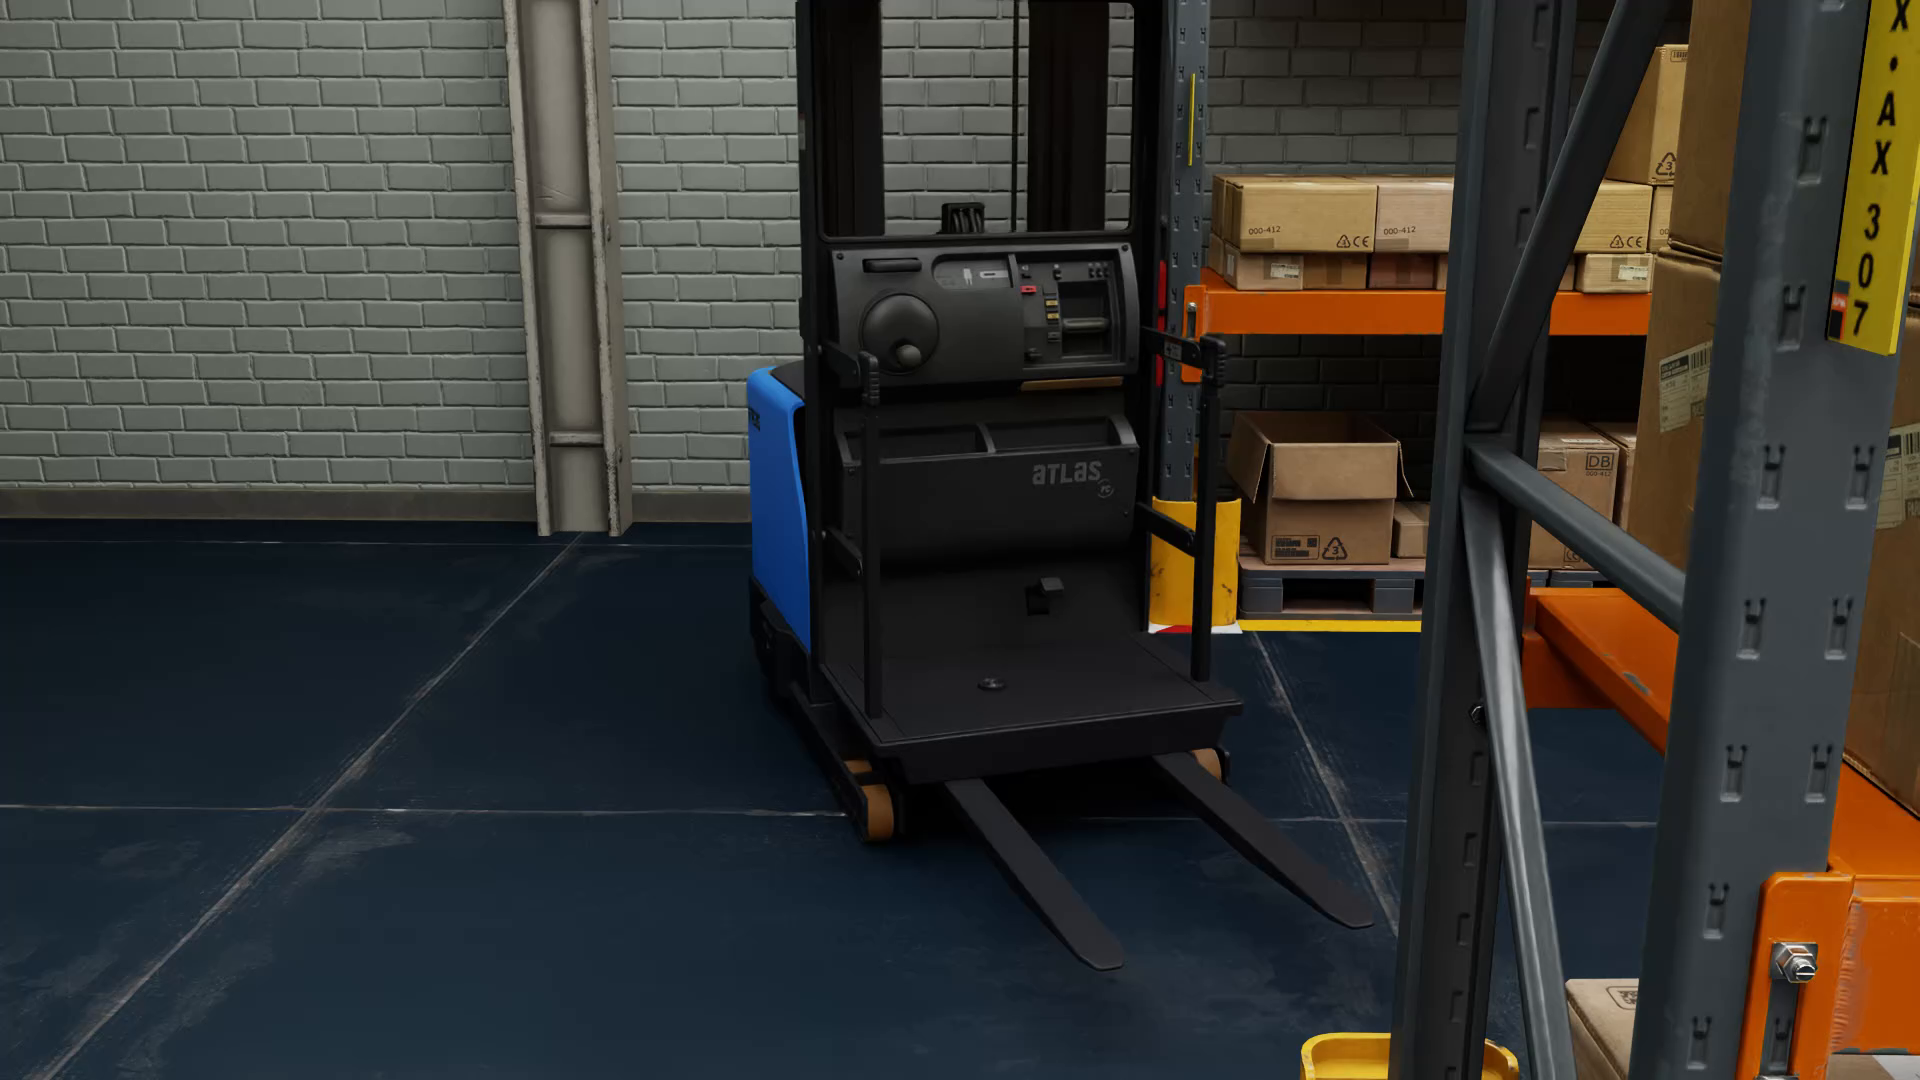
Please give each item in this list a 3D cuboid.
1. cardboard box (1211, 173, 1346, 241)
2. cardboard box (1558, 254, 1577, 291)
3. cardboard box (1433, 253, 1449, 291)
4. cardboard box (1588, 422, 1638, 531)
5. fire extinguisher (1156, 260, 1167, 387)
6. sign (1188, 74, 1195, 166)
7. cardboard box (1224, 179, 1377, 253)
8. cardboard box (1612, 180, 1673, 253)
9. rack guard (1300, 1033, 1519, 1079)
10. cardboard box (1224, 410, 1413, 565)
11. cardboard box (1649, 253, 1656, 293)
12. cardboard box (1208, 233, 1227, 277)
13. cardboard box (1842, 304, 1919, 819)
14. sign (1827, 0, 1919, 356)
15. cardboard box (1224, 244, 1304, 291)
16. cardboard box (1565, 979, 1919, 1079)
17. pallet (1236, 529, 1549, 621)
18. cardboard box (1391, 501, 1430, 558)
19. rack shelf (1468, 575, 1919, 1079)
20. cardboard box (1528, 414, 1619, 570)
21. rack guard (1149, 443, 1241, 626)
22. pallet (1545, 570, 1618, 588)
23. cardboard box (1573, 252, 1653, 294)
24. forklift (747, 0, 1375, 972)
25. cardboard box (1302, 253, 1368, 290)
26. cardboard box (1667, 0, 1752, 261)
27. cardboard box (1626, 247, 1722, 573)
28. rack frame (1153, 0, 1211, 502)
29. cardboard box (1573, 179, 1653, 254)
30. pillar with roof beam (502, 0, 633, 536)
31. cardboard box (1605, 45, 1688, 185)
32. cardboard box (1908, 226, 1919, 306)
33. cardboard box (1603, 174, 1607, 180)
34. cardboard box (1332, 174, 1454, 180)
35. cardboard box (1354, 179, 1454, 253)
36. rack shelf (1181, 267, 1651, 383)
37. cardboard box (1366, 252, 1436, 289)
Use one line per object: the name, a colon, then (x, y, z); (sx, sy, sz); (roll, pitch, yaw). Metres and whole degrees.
cardboard box: (1.329, -1.398, 6.969); (0.500, 0.250, 0.500); (1, 15, 3)
cardboard box: (2.220, -1.068, 6.500); (0.250, 0.149, 0.380); (1, 15, 2)
cardboard box: (1.954, -1.068, 6.501); (0.250, 0.149, 0.380); (1, 15, 3)
cardboard box: (2.851, -0.184, 6.733); (0.500, 0.500, 0.500); (1, 15, 2)
fire extinguisher: (0.703, -0.927, 6.357); (0.183, 0.674, 0.296); (0, 15, 1)
sign: (0.849, -1.542, 6.107); (0.005, 0.325, 0.100); (0, 15, 1)
cardboard box: (1.309, -1.261, 6.452); (0.500, 0.250, 0.500); (0, 15, 2)
cardboard box: (2.832, -1.258, 6.438); (0.500, 0.250, 0.500); (0, 15, 0)
rack guard: (0.715, 1.213, 2.264); (0.348, 0.500, 1.175); (0, 15, 1)
cardboard box: (1.471, -0.230, 6.901); (0.637, 0.503, 0.797); (0, 15, -1)
cardboard box: (2.734, -1.051, 6.434); (0.250, 0.149, 0.380); (1, 15, 3)
cardboard box: (1.200, -1.207, 7.026); (0.250, 0.149, 0.380); (0, 15, 1)
cardboard box: (1.212, 0.032, 1.642); (0.500, 0.500, 0.500); (0, 15, 1)
sign: (0.719, -0.311, 1.288); (0.005, 0.325, 0.100); (0, 15, 1)
cardboard box: (1.184, -1.068, 6.501); (0.250, 0.149, 0.380); (0, 15, 1)
cardboard box: (1.402, 1.019, 2.298); (0.875, 0.438, 0.875); (0, 15, 0)
pallet: (1.735, 0.092, 7.077); (1.213, 0.211, 1.003); (0, 15, 1)
cardboard box: (1.895, -0.045, 6.898); (0.250, 0.149, 0.380); (0, 15, -1)
rack shelf: (2.739, 0.365, 1.987); (4.000, 0.370, 1.077); (0, 15, 1)
cardboard box: (2.325, -0.213, 6.842); (0.500, 0.500, 0.700); (1, 15, 4)
rack guard: (0.938, -0.053, 7.059); (0.348, 0.500, 1.175); (0, 15, 1)
pallet: (2.952, 0.101, 7.045); (1.213, 0.211, 1.003); (0, 15, 1)
cardboard box: (2.470, -1.047, 6.421); (0.250, 0.149, 0.380); (0, 15, 0)
forklift: (0.151, -0.686, 4.695); (1.130, 2.935, 3.031); (-5, 15, -17)
cardboard box: (1.439, -1.078, 6.540); (0.250, 0.149, 0.380); (1, 15, 3)
cardboard box: (1.227, -0.585, 2.022); (0.500, 0.500, 0.500); (1, 15, 3)
cardboard box: (1.228, -0.109, 2.176); (0.500, 0.500, 0.500); (0, 15, 2)
rack frame: (0.862, -1.262, 6.742); (0.127, 3.000, 1.000); (0, 15, 1)
cardboard box: (2.320, -1.256, 6.430); (0.500, 0.250, 0.500); (0, 15, 0)
pillar with roof beam: (-1.920, -3.312, 2.754); (0.400, 9.000, 9.100); (0, 15, 1)
cardboard box: (2.809, -1.614, 6.320); (0.500, 0.500, 0.500); (1, 15, 3)
cardboard box: (1.212, -0.452, 1.517); (0.500, 0.500, 0.500); (0, 15, 0)
cardboard box: (2.862, -1.386, 6.925); (0.500, 0.250, 0.500); (0, 15, 1)
cardboard box: (1.844, -1.394, 6.955); (0.500, 0.250, 0.500); (0, 15, 2)
cardboard box: (1.813, -1.258, 6.440); (0.500, 0.250, 0.500); (1, 15, 2)
rack shelf: (2.862, -0.901, 6.785); (4.000, 0.370, 1.077); (0, 15, 1)
cardboard box: (1.703, -1.085, 6.567); (0.250, 0.149, 0.380); (0, 15, 1)
